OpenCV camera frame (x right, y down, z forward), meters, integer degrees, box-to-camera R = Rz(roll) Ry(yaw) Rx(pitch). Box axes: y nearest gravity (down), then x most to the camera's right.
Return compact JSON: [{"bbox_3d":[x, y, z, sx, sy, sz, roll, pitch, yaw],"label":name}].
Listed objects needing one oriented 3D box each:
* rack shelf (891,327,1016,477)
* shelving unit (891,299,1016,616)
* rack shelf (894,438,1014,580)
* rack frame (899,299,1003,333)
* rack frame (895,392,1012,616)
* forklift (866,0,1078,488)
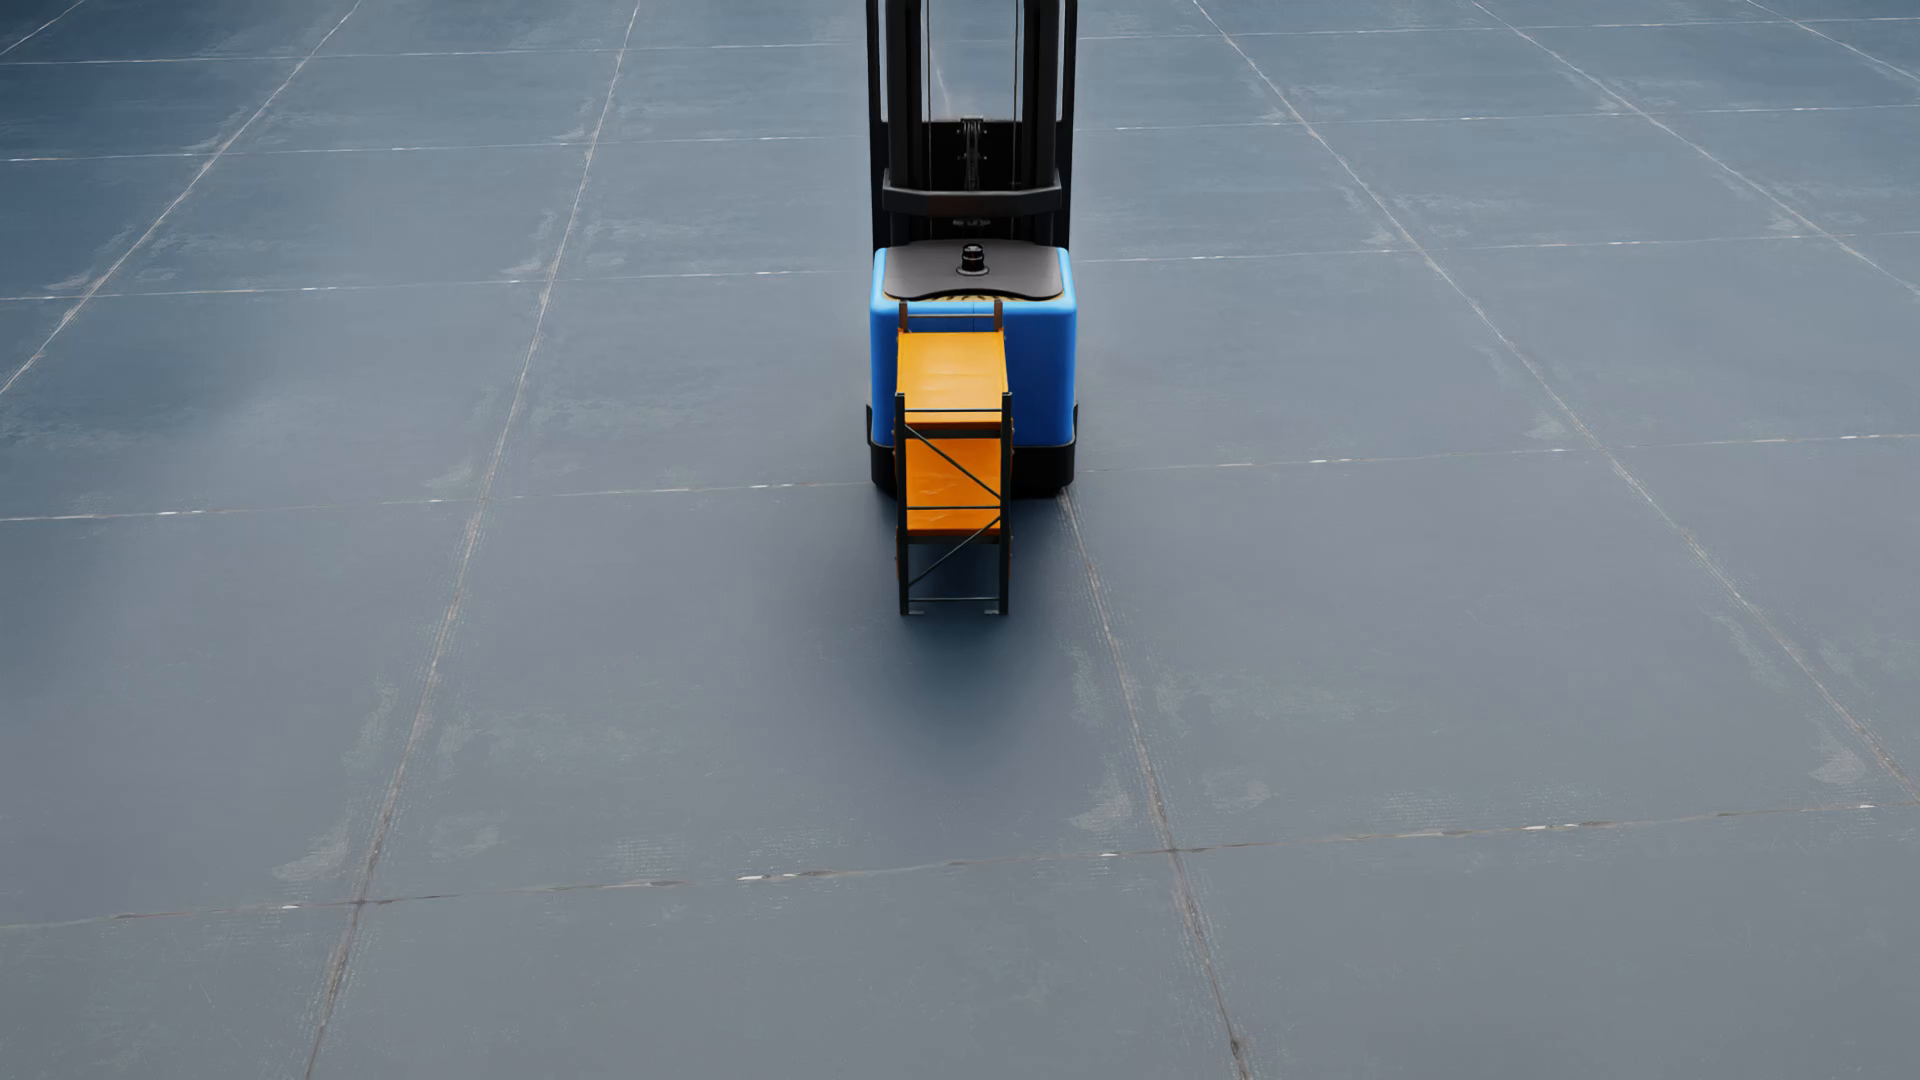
[{"bbox_3d":[-0.036,-0.654,7.677,0.538,0.278,1.000,0,31,-1],"label":"rack shelf"},{"bbox_3d":[-0.036,-0.403,7.827,0.538,1.125,1.048,0,31,-1],"label":"shelving unit"},{"bbox_3d":[-0.036,-0.193,7.953,0.538,0.278,1.000,0,31,-1],"label":"rack shelf"},{"bbox_3d":[-0.044,-0.663,8.264,0.500,1.125,0.032,0,31,-1],"label":"rack frame"},{"bbox_3d":[-0.028,-0.142,7.391,0.500,1.125,0.032,0,31,-1],"label":"rack frame"},{"bbox_3d":[0.058,-2.240,9.141,1.130,2.935,3.031,0,31,0],"label":"forklift"}]
